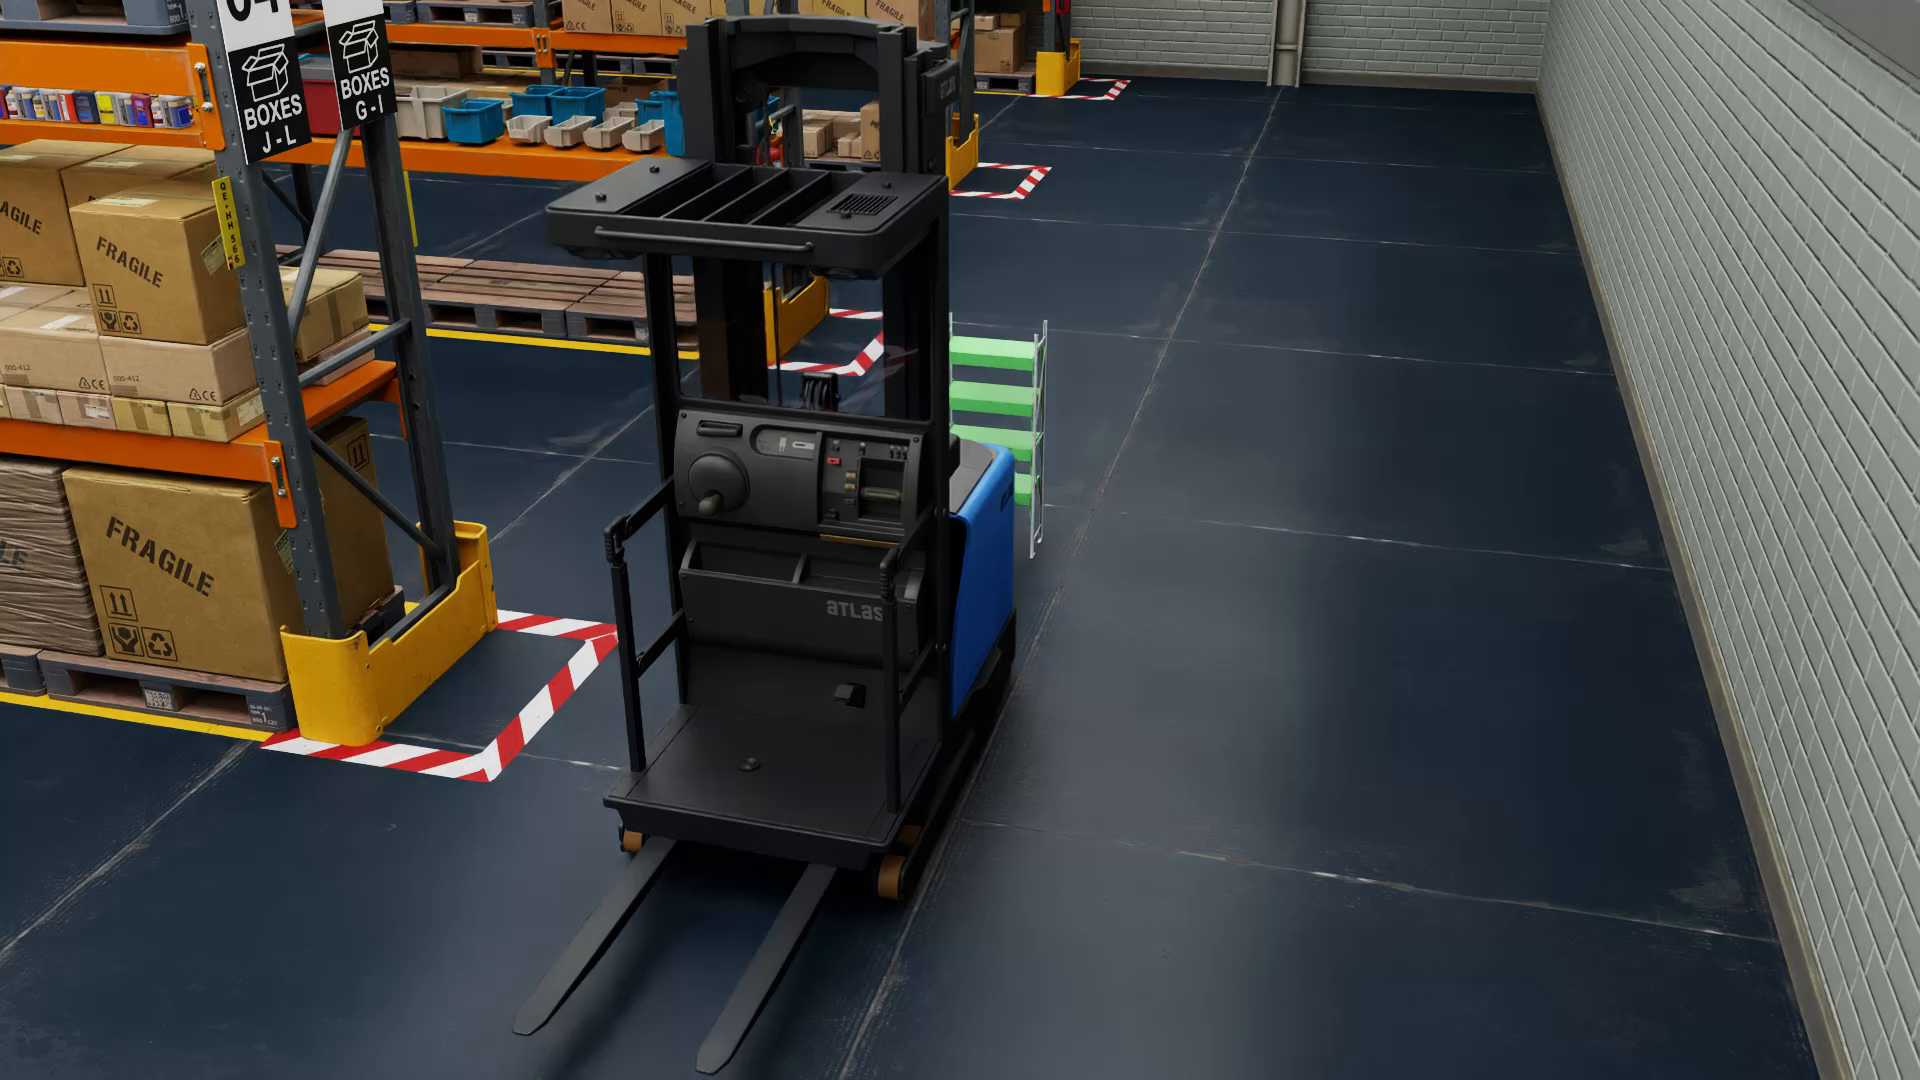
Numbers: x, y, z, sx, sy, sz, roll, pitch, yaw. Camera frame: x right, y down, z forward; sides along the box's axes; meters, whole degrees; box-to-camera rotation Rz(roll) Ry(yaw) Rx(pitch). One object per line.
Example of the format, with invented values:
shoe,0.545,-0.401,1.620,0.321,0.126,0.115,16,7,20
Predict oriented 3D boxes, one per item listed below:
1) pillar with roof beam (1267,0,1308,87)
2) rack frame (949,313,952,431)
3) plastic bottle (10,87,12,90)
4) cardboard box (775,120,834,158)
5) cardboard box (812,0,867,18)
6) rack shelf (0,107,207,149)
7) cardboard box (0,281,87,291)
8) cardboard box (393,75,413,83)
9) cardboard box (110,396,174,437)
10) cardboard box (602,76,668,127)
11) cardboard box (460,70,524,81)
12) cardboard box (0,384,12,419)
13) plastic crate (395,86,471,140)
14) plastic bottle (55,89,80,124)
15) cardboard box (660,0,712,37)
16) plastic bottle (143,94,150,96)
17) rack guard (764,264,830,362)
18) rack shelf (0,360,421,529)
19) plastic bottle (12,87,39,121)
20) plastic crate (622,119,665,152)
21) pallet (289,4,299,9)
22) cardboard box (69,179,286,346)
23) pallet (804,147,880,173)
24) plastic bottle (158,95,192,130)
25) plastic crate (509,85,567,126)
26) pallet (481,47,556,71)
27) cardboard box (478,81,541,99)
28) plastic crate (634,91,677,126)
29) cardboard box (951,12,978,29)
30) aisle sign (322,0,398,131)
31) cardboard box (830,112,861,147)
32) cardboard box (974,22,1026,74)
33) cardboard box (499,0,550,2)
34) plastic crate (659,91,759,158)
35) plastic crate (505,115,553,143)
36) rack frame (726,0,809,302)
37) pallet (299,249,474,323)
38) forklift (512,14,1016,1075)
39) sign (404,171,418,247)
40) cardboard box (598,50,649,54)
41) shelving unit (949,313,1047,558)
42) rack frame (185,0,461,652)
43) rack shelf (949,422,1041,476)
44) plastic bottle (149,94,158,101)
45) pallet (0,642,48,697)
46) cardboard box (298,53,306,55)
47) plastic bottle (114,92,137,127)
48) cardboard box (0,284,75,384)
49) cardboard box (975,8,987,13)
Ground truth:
pillar with roof beam,2.944,-7.924,14.924,0.400,9.000,9.100,6,26,13
rack frame,-0.076,-0.550,8.510,0.015,1.200,0.240,6,26,13
plastic bottle,-7.281,-3.548,12.848,0.133,0.283,0.061,6,26,13
cardboard box,-1.545,-3.900,16.140,0.500,0.250,0.500,6,26,13
cardboard box,-1.049,-4.907,15.452,0.500,0.500,0.500,7,26,13
rack shelf,-7.092,-3.129,12.670,4.000,0.370,1.077,6,26,13
cardboard box,-3.903,-1.088,7.375,0.500,0.250,0.500,5,26,11
cardboard box,-5.923,-4.469,17.043,0.500,0.500,0.500,5,26,11
cardboard box,-3.194,-0.564,6.738,0.250,0.149,0.380,7,26,14
cardboard box,-3.296,-4.429,16.959,0.500,0.500,0.500,6,26,13
cardboard box,-4.845,-4.577,17.271,0.500,0.500,0.500,7,26,14
cardboard box,-3.931,-0.646,6.910,0.250,0.149,0.380,6,26,12
plastic crate,-3.722,-2.973,11.574,0.530,0.282,0.437,6,26,13
plastic bottle,-6.460,-3.185,12.094,0.135,0.276,0.152,6,26,13
cardboard box,-2.512,-5.071,15.795,0.500,0.500,0.500,6,26,13
plastic bottle,-6.264,-3.499,12.746,0.133,0.283,0.061,6,26,13
rack guard,-1.255,-1.686,11.709,0.348,0.500,1.175,6,26,13
rack shelf,-4.452,-0.639,7.439,4.000,0.370,1.077,6,26,13
plastic bottle,-6.815,-3.224,12.176,0.135,0.276,0.152,6,26,13
plastic crate,-2.116,-2.732,11.235,0.243,0.136,0.396,6,26,13
pallet,-7.118,-5.600,17.246,1.003,0.211,1.213,6,26,13
cardboard box,-3.052,-1.098,6.522,0.500,0.500,0.500,7,26,14
pallet,-0.890,-3.707,16.292,1.213,0.211,1.003,6,26,13
plastic bottle,-5.618,-3.091,11.898,0.135,0.276,0.152,6,26,13
plastic crate,-3.004,-3.100,11.896,0.300,0.233,0.416,6,26,13
pallet,-5.817,-6.418,21.984,1.213,0.211,1.003,6,26,13
cardboard box,-4.467,-4.305,16.699,0.500,0.500,0.500,6,26,13
plastic crate,-2.076,-2.997,11.681,0.300,0.233,0.416,6,26,13
cardboard box,0.066,-6.288,20.133,0.250,0.149,0.380,7,26,14
aisle sign,-2.370,-2.041,6.522,0.004,0.787,0.394,6,26,13
cardboard box,-0.984,-4.060,16.476,0.500,0.250,0.500,6,26,13
cardboard box,0.483,-6.030,20.346,0.500,0.500,0.700,6,26,13
cardboard box,-4.321,-5.680,16.587,0.500,0.500,0.700,-2,26,-5
plastic crate,-1.652,-2.813,11.058,0.499,0.435,0.616,6,26,13
plastic crate,-2.960,-2.812,11.404,0.250,0.136,0.298,6,26,13
rack frame,-1.281,-2.812,11.166,0.127,3.000,1.000,6,26,13
pallet,-4.433,-1.918,12.534,1.213,0.211,1.003,6,26,13
forklift,-0.641,-0.208,5.777,1.130,2.935,3.031,7,26,14
sign,-2.371,-1.407,7.116,0.005,0.325,0.100,6,26,13
cardboard box,-4.211,-6.693,21.330,0.750,0.750,0.750,7,26,15
shelving unit,0.160,-0.524,8.455,0.503,1.200,0.258,6,26,13
rack frame,-2.515,-0.750,6.835,0.127,3.000,1.000,6,26,13
rack shelf,0.160,-0.466,8.482,0.480,0.148,0.258,6,26,13
plastic bottle,-6.157,-3.442,12.722,0.097,0.201,0.097,0,25,0
pallet,-4.487,0.325,7.822,1.213,0.211,1.003,6,26,13
cardboard box,-6.772,-5.132,17.563,0.500,0.250,0.500,7,26,15
plastic bottle,-5.971,-3.131,11.980,0.135,0.276,0.152,6,26,13
cardboard box,-4.034,-0.867,6.909,0.500,0.250,0.500,5,26,11
cardboard box,0.163,-6.447,20.467,0.250,0.149,0.380,6,26,13
